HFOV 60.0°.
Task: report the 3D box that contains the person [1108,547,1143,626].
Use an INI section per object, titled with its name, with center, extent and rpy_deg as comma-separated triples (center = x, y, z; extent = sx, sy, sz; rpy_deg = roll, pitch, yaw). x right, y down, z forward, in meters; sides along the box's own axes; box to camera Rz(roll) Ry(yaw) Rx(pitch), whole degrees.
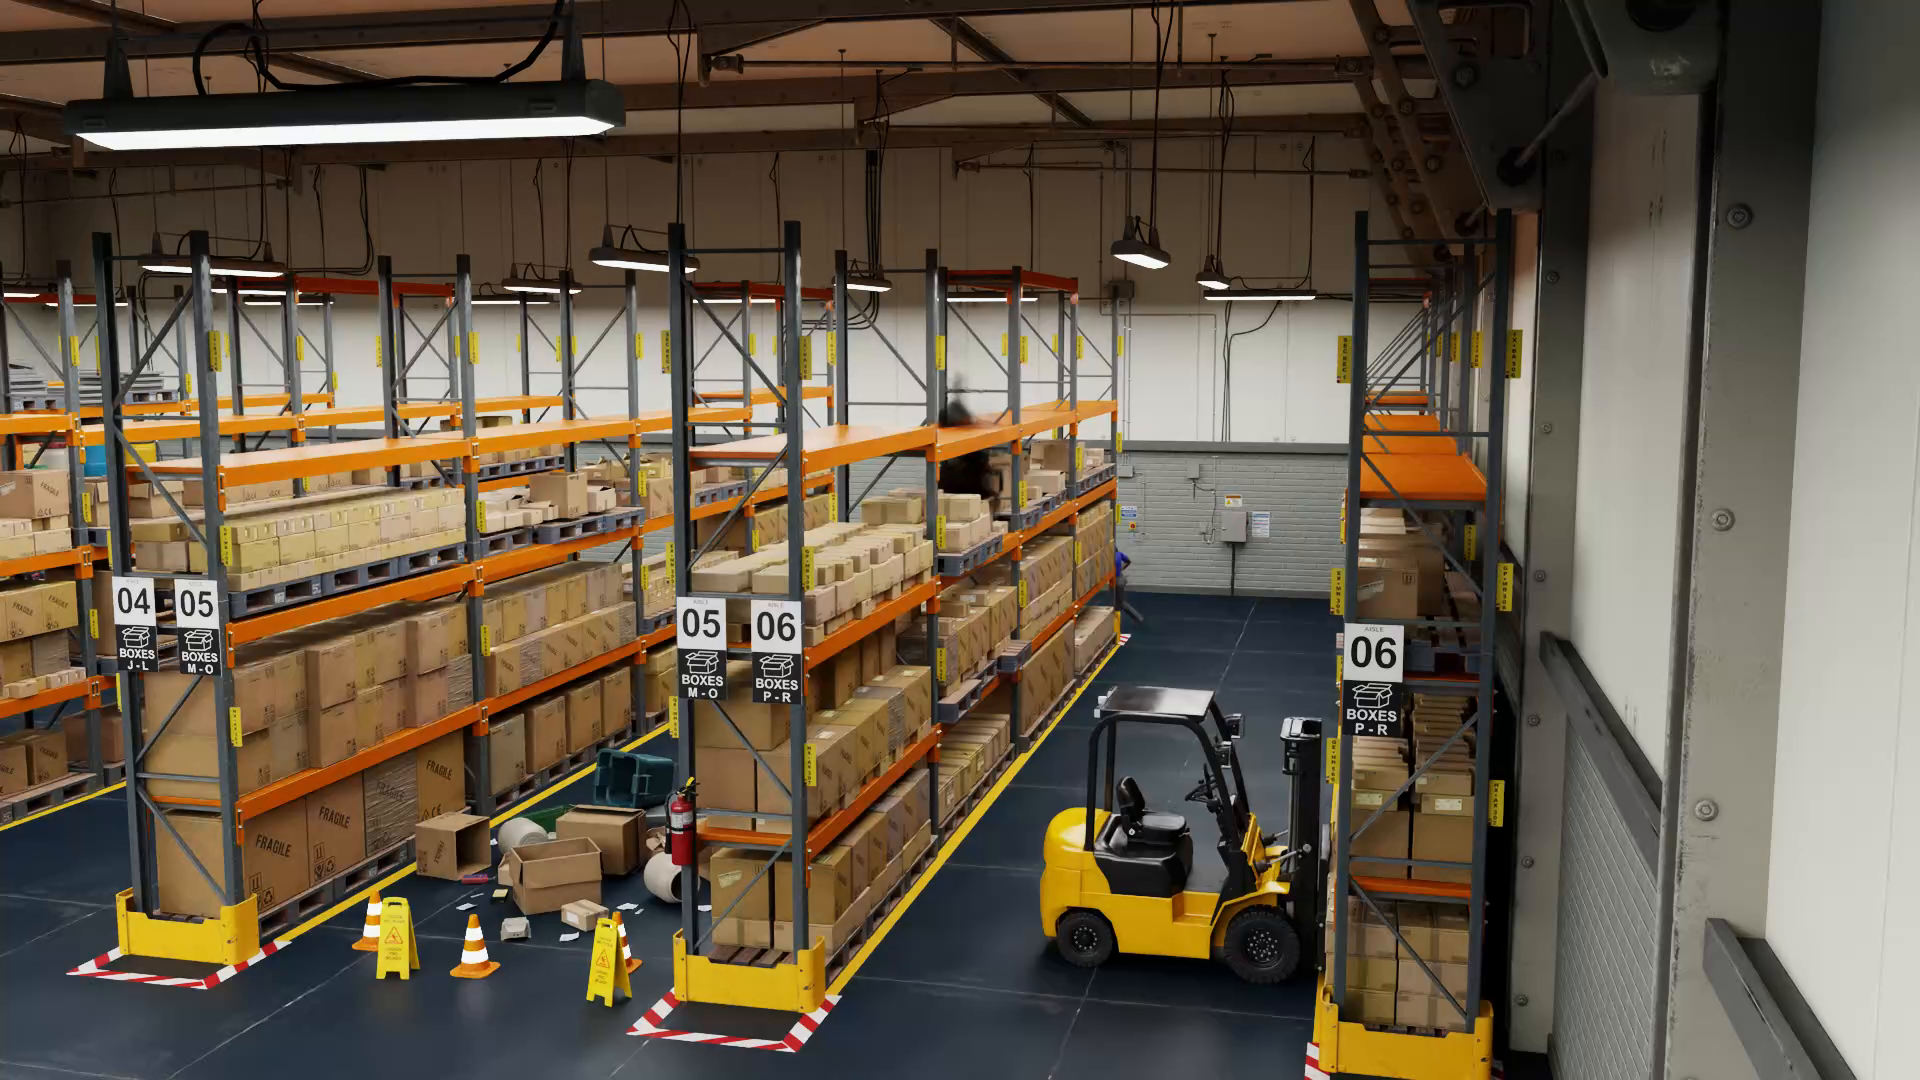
[person]
center = 2.794, 0.803, 29.436
extent = 0.801, 1.623, 0.660
rpy_deg = 4, 8, 29
